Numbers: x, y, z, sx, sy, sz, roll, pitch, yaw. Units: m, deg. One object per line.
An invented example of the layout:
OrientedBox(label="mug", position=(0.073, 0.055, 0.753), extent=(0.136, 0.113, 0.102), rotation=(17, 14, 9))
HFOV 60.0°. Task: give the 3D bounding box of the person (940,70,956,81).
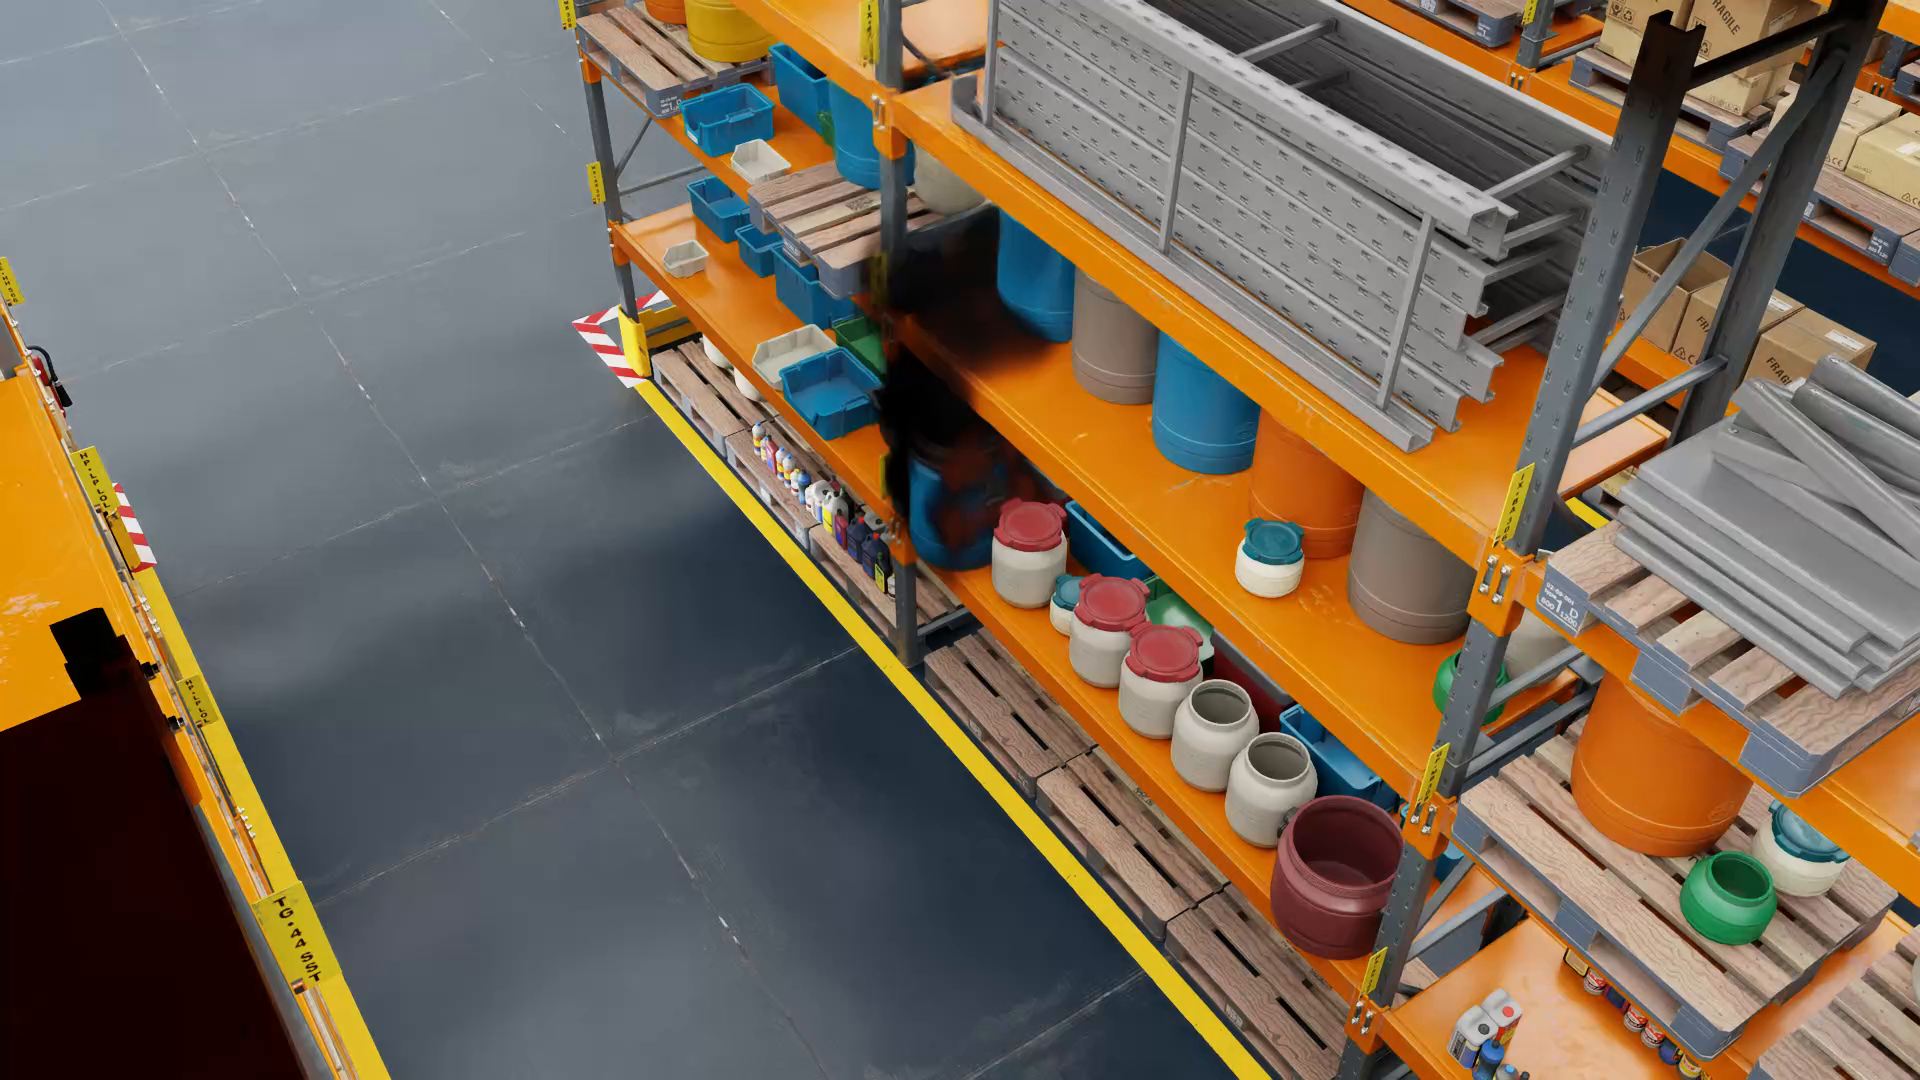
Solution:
OrientedBox(label="person", position=(-0.307, -4.824, 15.768), extent=(0.716, 1.754, 0.596), rotation=(-2, 43, -2))
